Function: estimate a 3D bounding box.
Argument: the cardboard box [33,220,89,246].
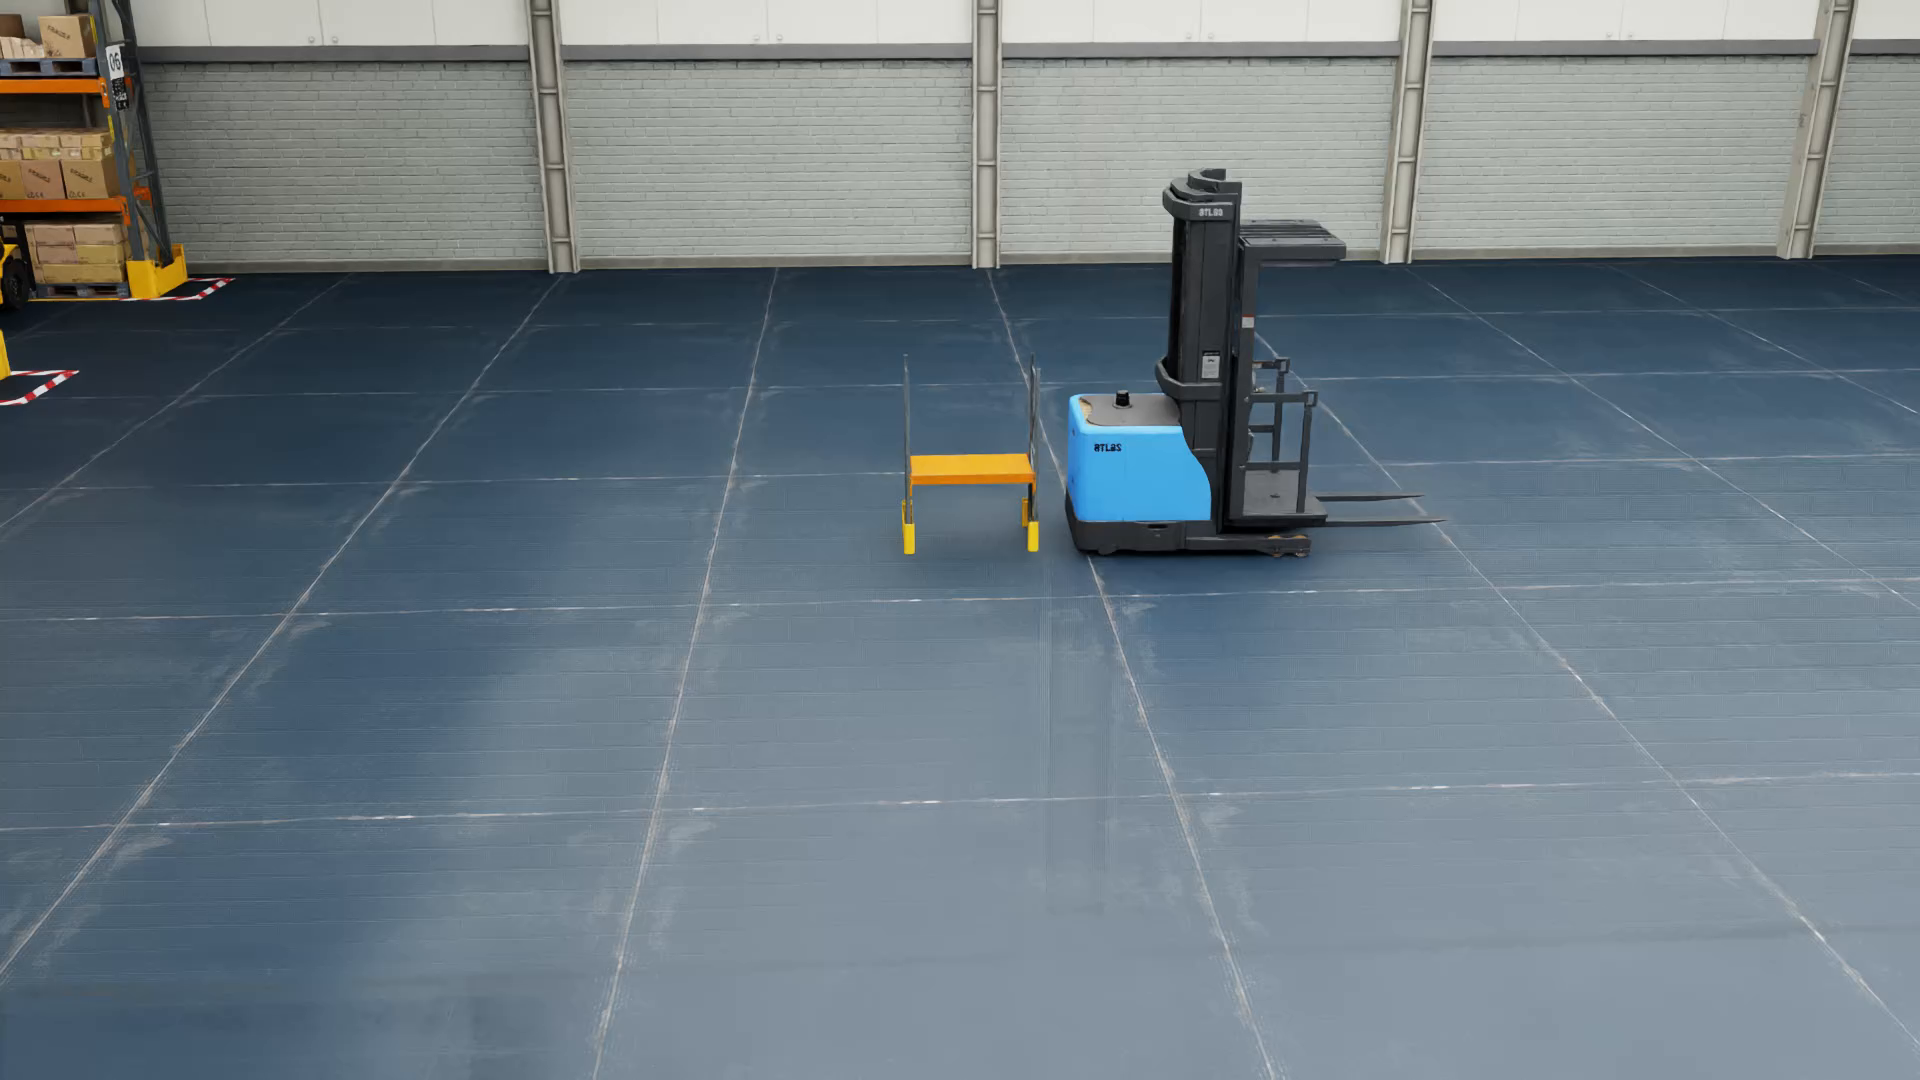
[{"bbox_3d":[-11.818,-4.049,21.908,0.500,0.250,0.500,-1,21,-2],"label":"cardboard box"}]

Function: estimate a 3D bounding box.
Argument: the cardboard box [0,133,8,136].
[{"bbox_3d":[-12.480,-5.148,21.456,0.250,0.149,0.380,-1,21,-2],"label":"cardboard box"}]

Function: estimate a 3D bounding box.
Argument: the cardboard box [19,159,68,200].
[{"bbox_3d":[-11.861,-4.739,21.712,0.500,0.500,0.500,-1,21,-1],"label":"cardboard box"}]

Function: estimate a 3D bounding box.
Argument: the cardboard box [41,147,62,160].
[{"bbox_3d":[-11.713,-5.047,21.609,0.250,0.149,0.380,-1,21,-2],"label":"cardboard box"}]

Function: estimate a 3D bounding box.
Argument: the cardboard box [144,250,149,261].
[{"bbox_3d":[-11.368,-3.773,22.591,0.500,0.250,0.500,-1,21,-3],"label":"cardboard box"}]

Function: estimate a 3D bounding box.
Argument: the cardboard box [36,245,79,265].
[{"bbox_3d":[-11.836,-3.820,22.011,0.500,0.250,0.500,-1,21,-4],"label":"cardboard box"}]

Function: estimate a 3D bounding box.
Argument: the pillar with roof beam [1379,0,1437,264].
[{"bbox_3d":[6.603,-6.749,18.700,0.400,9.000,9.100,-1,21,-3],"label":"pillar with roof beam"}]

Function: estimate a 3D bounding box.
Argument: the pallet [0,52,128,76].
[{"bbox_3d":[-11.574,-6.158,21.488,1.213,0.211,1.003,-1,21,-3],"label":"pallet"}]

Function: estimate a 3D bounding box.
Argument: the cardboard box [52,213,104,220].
[{"bbox_3d":[-11.856,-4.227,22.377,0.500,0.250,0.500,-1,21,-3],"label":"cardboard box"}]

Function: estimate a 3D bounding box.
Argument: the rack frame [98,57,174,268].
[{"bbox_3d":[-10.866,-4.803,22.020,0.127,3.000,1.000,-1,21,-3],"label":"rack frame"}]

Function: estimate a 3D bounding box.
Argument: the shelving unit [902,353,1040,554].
[{"bbox_3d":[0.076,-0.702,13.358,1.083,1.500,0.587,-1,21,-3],"label":"shelving unit"}]

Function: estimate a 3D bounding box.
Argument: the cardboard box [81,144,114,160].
[{"bbox_3d":[-11.196,-5.046,21.607,0.250,0.149,0.380,-1,21,-2],"label":"cardboard box"}]

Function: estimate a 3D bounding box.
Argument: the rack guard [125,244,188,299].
[{"bbox_3d":[-10.842,-3.635,22.466,0.348,0.500,1.175,-1,21,-3],"label":"rack guard"}]

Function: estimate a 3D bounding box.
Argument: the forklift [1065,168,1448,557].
[{"bbox_3d":[2.417,-1.426,13.246,3.031,2.935,1.130,-1,21,-2],"label":"forklift"}]

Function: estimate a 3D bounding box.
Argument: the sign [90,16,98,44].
[{"bbox_3d":[-10.849,-6.388,20.836,0.005,0.325,0.100,-1,21,-3],"label":"sign"}]

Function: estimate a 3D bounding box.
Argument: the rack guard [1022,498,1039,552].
[{"bbox_3d":[0.573,-0.128,13.607,0.087,0.250,0.587,-1,21,-3],"label":"rack guard"}]

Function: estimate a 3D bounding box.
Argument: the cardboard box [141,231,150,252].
[{"bbox_3d":[-11.348,-4.012,22.514,0.500,0.250,0.500,-1,21,-2],"label":"cardboard box"}]

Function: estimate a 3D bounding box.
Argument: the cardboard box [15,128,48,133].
[{"bbox_3d":[-12.249,-5.343,21.969,0.250,0.149,0.380,-1,21,-1],"label":"cardboard box"}]

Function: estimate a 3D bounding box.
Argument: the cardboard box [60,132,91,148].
[{"bbox_3d":[-11.456,-5.193,21.576,0.250,0.149,0.380,-1,21,-3],"label":"cardboard box"}]

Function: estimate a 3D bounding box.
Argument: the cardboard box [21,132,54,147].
[{"bbox_3d":[-11.969,-5.200,21.593,0.250,0.149,0.380,-1,21,-3],"label":"cardboard box"}]

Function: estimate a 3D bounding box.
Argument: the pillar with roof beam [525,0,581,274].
[{"bbox_3d":[-5.377,-6.505,18.060,0.400,9.000,9.100,-1,21,-3],"label":"pillar with roof beam"}]

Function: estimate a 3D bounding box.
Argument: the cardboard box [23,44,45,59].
[{"bbox_3d":[-11.676,-6.205,21.111,0.250,0.149,0.380,-2,21,-5],"label":"cardboard box"}]

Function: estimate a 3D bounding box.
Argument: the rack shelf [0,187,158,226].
[{"bbox_3d":[-12.863,-4.426,22.041,4.000,0.370,1.077,-1,21,-3],"label":"rack shelf"}]

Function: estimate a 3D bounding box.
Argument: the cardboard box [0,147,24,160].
[{"bbox_3d":[-12.225,-5.024,21.548,0.250,0.149,0.380,-2,21,-5],"label":"cardboard box"}]

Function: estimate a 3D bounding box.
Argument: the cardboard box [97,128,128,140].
[{"bbox_3d":[-11.214,-5.361,22.015,0.250,0.149,0.380,-2,21,-4],"label":"cardboard box"}]

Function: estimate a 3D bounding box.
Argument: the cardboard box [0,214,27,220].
[{"bbox_3d":[-12.868,-4.213,22.340,0.500,0.250,0.500,-2,21,-4],"label":"cardboard box"}]

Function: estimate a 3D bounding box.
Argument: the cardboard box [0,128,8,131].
[{"bbox_3d":[-12.760,-5.339,21.959,0.250,0.149,0.380,-1,21,-3],"label":"cardboard box"}]

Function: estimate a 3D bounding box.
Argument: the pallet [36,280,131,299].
[{"bbox_3d":[-11.627,-3.469,22.436,1.213,0.211,1.003,-1,21,-3],"label":"pallet"}]

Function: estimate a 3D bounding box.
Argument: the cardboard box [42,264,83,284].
[{"bbox_3d":[-11.814,-3.585,22.097,0.500,0.250,0.500,-1,21,-3],"label":"cardboard box"}]

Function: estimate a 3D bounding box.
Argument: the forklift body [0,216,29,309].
[{"bbox_3d":[-12.655,-3.719,20.367,1.214,2.155,2.313,-1,21,-3],"label":"forklift body"}]

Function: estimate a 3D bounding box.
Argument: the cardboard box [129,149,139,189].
[{"bbox_3d":[-11.377,-4.938,22.235,0.500,0.500,0.500,0,21,-1],"label":"cardboard box"}]

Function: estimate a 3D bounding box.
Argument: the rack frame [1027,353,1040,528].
[{"bbox_3d":[0.593,-0.713,13.386,0.032,1.500,0.500,-1,21,-3],"label":"rack frame"}]

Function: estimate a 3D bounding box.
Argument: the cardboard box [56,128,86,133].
[{"bbox_3d":[-11.740,-5.357,22.005,0.250,0.149,0.380,-1,21,-2],"label":"cardboard box"}]

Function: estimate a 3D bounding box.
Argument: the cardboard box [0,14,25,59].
[{"bbox_3d":[-12.323,-6.413,21.163,0.500,0.500,0.700,-1,21,-3],"label":"cardboard box"}]
